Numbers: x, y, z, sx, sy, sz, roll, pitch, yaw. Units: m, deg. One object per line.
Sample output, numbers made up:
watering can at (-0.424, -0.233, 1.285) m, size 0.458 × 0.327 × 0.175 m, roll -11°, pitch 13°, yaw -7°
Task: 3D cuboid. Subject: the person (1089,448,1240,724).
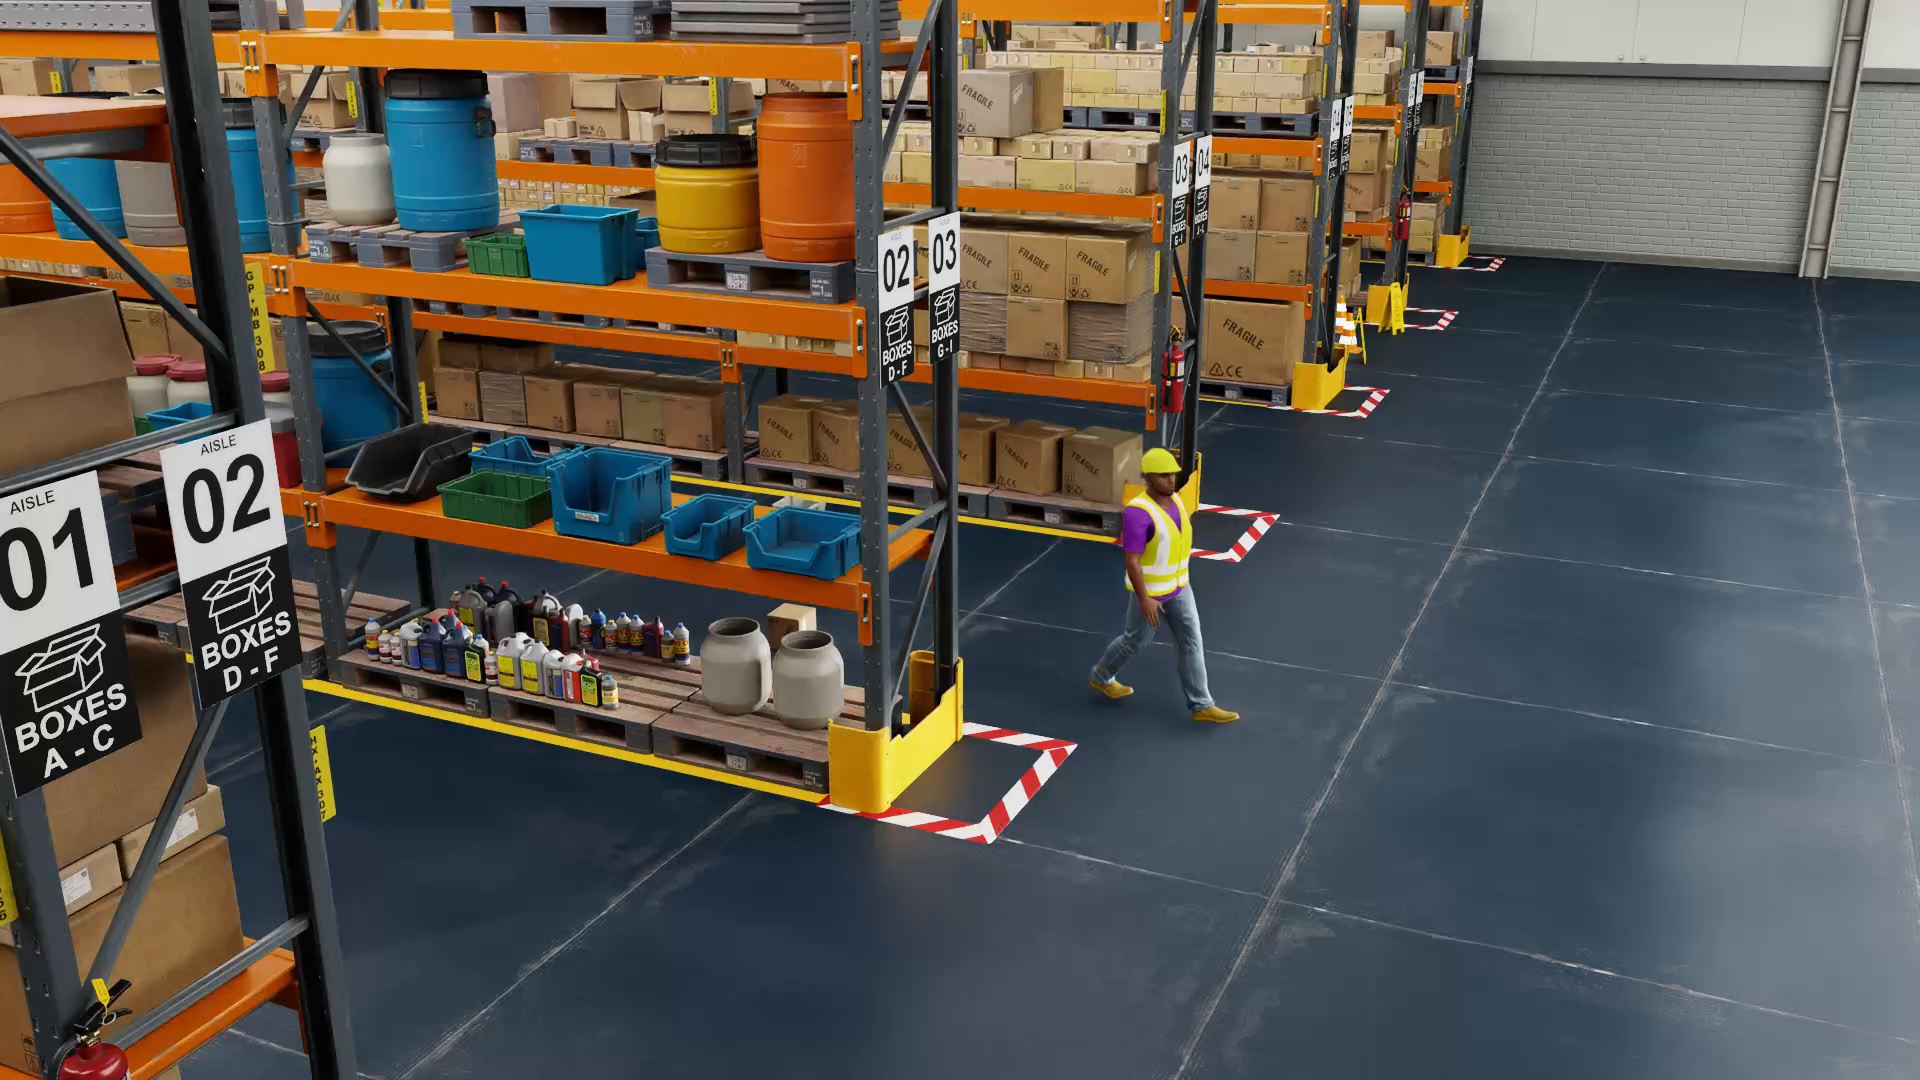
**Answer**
person at (1.245, 0.287, 10.201) m, size 1.015 × 1.725 × 0.612 m, roll 17°, pitch 25°, yaw 40°
